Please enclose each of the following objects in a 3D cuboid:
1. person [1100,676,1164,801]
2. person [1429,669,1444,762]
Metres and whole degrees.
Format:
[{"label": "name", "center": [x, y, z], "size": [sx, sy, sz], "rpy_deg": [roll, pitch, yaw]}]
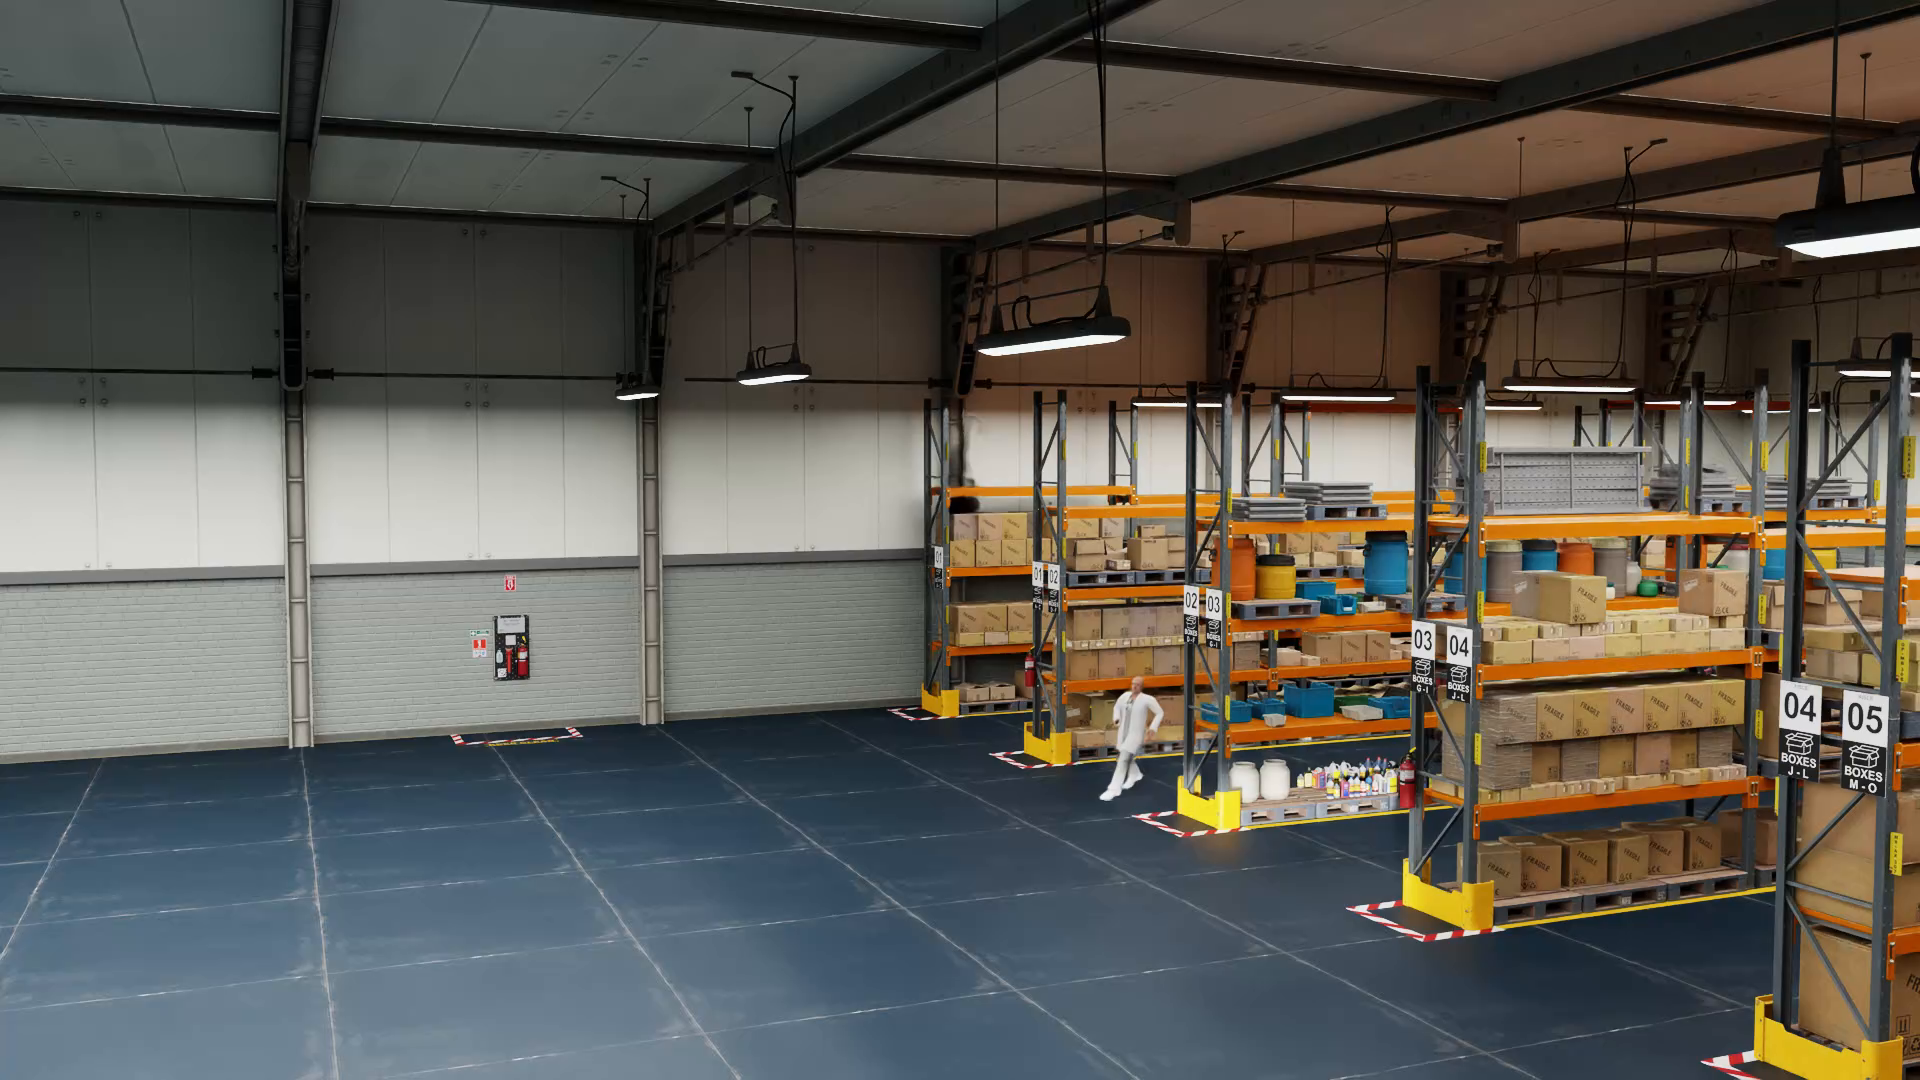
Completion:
[{"label": "person", "center": [2.492, 2.853, 24.109], "size": [1.034, 1.765, 0.763], "rpy_deg": [-3, 5, -44]}, {"label": "person", "center": [7.740, 2.743, 26.894], "size": [0.607, 1.693, 0.651], "rpy_deg": [-2, 4, -27]}]
